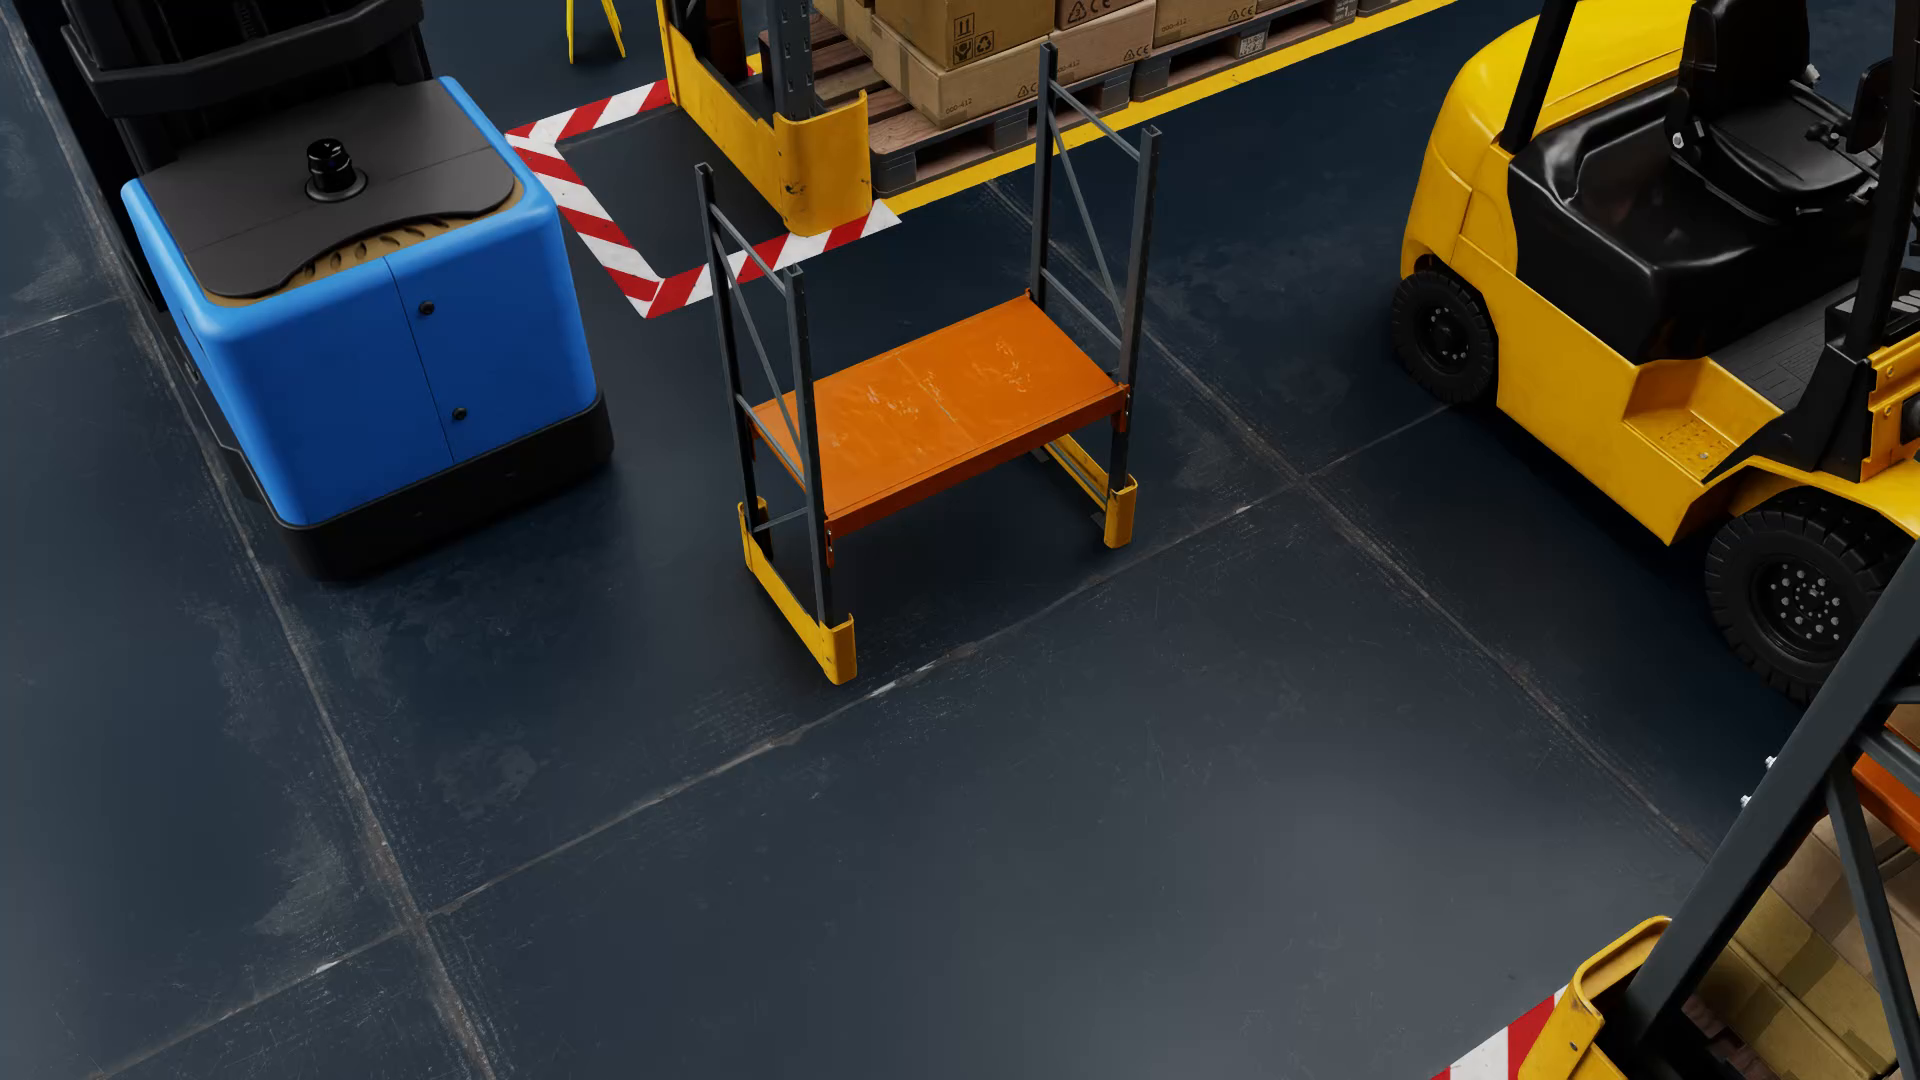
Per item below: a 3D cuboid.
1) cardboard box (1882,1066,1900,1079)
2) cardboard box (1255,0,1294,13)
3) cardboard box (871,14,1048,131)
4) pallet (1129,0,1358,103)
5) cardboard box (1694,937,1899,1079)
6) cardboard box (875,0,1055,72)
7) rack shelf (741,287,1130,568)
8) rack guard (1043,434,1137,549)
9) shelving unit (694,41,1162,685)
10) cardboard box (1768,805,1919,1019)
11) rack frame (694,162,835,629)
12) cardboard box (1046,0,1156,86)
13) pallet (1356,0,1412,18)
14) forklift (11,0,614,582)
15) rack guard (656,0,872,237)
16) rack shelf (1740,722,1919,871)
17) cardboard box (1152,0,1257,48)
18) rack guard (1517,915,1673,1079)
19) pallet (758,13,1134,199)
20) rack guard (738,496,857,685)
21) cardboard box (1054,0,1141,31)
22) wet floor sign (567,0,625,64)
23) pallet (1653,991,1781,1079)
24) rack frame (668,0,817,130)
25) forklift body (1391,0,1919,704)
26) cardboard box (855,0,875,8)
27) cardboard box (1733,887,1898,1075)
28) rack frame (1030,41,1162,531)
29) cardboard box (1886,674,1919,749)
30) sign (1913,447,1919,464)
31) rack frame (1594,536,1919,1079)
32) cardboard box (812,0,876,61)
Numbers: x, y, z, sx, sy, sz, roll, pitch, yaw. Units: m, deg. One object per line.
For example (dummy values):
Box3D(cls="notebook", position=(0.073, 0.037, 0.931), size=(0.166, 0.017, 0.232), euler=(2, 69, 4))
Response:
Box3D(cls="cardboard box", position=(2.338, 1.308, 3.637), size=(0.500, 0.250, 0.500), euler=(-25, 53, -21))
Box3D(cls="cardboard box", position=(1.316, -2.524, 7.049), size=(0.500, 0.250, 0.500), euler=(-24, 53, -20))
Box3D(cls="cardboard box", position=(-0.004, -1.900, 6.494), size=(0.500, 0.250, 0.500), euler=(-26, 53, -21))
Box3D(cls="pallet", position=(0.968, -2.415, 7.260), size=(1.213, 0.211, 1.003), euler=(-25, 53, -21))
Box3D(cls="cardboard box", position=(2.047, 0.994, 3.917), size=(0.500, 0.250, 0.500), euler=(-25, 53, -21))
Box3D(cls="cardboard box", position=(0.016, -2.159, 6.222), size=(0.500, 0.500, 0.500), euler=(-27, 54, -22))
Box3D(cls="rack shelf", position=(-0.072, -0.345, 4.794), size=(1.000, 0.185, 0.538), euler=(-25, 53, -21))
Box3D(cls="rack guard", position=(0.357, -0.251, 5.306), size=(0.087, 0.250, 0.587), euler=(-25, 53, -21))
Box3D(cls="shelving unit", position=(-0.064, -0.468, 4.663), size=(1.083, 1.500, 0.587), euler=(-25, 53, -21))
Box3D(cls="cardboard box", position=(2.041, 0.667, 3.538), size=(0.500, 0.250, 0.500), euler=(-24, 52, -20))
Box3D(cls="rack frame", position=(-0.502, -0.262, 4.479), size=(0.032, 1.500, 0.500), euler=(-25, 53, -21))
Box3D(cls="cardboard box", position=(0.432, -2.099, 6.670), size=(0.500, 0.250, 0.500), euler=(-23, 52, -20))
Box3D(cls="pallet", position=(2.001, -2.905, 7.695), size=(1.213, 0.211, 1.003), euler=(-25, 53, -21))
Box3D(cls="forklift", position=(-2.367, -1.925, 5.002), size=(1.130, 2.935, 3.031), euler=(-27, 54, -22))
Box3D(cls="rack guard", position=(-0.769, -1.727, 6.453), size=(0.348, 0.500, 1.175), euler=(-25, 53, -21))
Box3D(cls="rack shelf", position=(3.510, 0.048, 3.681), size=(4.000, 0.370, 1.077), euler=(-25, 53, -21))
Box3D(cls="cardboard box", position=(0.887, -2.324, 6.871), size=(0.500, 0.250, 0.500), euler=(-22, 52, -18))
Box3D(cls="rack guard", position=(1.798, 1.446, 3.627), size=(0.348, 0.500, 1.175), euler=(-25, 53, -21))
Box3D(cls="pallet", position=(-0.063, -1.932, 6.830), size=(1.213, 0.211, 1.003), euler=(-25, 53, -21))
Box3D(cls="rack guard", position=(-0.486, 0.146, 4.953), size=(0.087, 0.250, 0.587), euler=(-25, 53, -21))
Box3D(cls="cardboard box", position=(0.456, -2.370, 6.410), size=(0.500, 0.500, 0.500), euler=(-27, 54, -22))
Box3D(cls="wet floor sign", position=(-1.565, -2.345, 6.906), size=(0.232, 0.644, 0.267), euler=(-9, 49, -8))
Box3D(cls="pallet", position=(2.443, 1.202, 4.038), size=(1.213, 0.211, 1.003), euler=(-25, 53, -21))
Box3D(cls="rack frame", position=(-0.833, -2.528, 5.493), size=(0.127, 3.000, 1.000), euler=(-25, 53, -21))
Box3D(cls="forklift body", position=(2.449, -1.020, 4.718), size=(1.214, 2.155, 2.313), euler=(-25, 53, -21))
Box3D(cls="cardboard box", position=(-0.295, -2.487, 6.514), size=(0.500, 0.500, 0.500), euler=(-25, 53, -21))
Box3D(cls="cardboard box", position=(2.063, 0.823, 3.734), size=(0.500, 0.250, 0.500), euler=(-26, 53, -21))
Box3D(cls="rack frame", position=(0.358, -0.667, 4.840), size=(0.032, 1.500, 0.500), euler=(-25, 53, -21))
Box3D(cls="cardboard box", position=(2.094, 0.210, 2.987), size=(0.500, 0.500, 0.500), euler=(-26, 53, -22))
Box3D(cls="sign", position=(1.541, -0.207, 2.491), size=(0.005, 0.325, 0.100), euler=(-25, 53, -21))
Box3D(cls="rack frame", position=(1.818, 0.605, 2.702), size=(0.127, 3.000, 1.000), euler=(-25, 53, -21))
Box3D(cls="cardboard box", position=(-0.273, -2.255, 6.810), size=(0.500, 0.250, 0.500), euler=(-25, 53, -21))
